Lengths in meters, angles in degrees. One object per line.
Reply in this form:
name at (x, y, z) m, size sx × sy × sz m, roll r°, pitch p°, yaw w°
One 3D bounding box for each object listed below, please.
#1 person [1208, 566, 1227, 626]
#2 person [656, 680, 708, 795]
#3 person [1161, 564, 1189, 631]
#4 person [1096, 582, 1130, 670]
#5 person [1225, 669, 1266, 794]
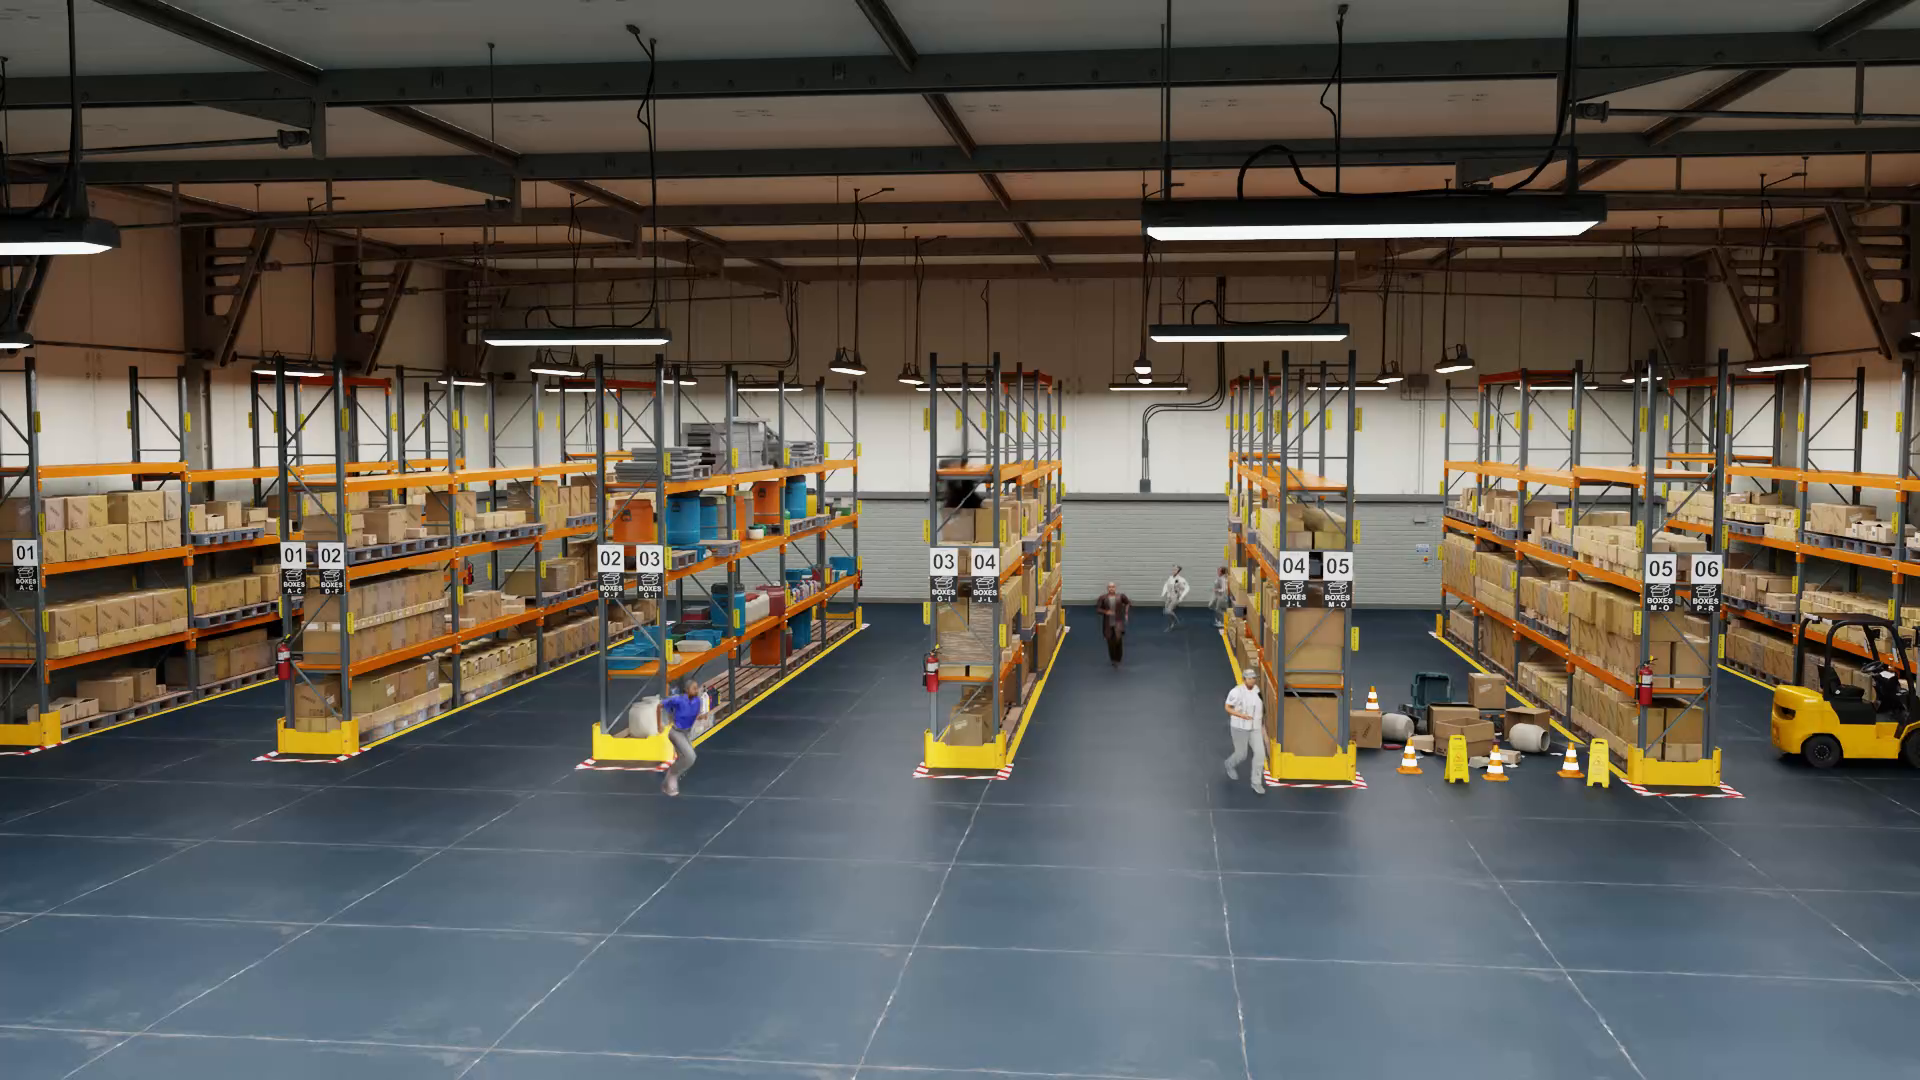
person at (6.340, 1.392, 40.593) m, size 0.525 × 1.479 × 0.661 m, roll -1°, pitch 4°, yaw -20°
person at (-3.694, 2.688, 22.192) m, size 0.788 × 1.476 × 0.562 m, roll 2°, pitch 5°, yaw 29°
person at (5.071, 1.392, 39.603) m, size 0.486 × 1.634 × 0.674 m, roll -3°, pitch 5°, yaw -40°
person at (3.113, 1.747, 33.845) m, size 0.661 × 1.816 × 0.746 m, roll 1°, pitch 4°, yaw 11°
person at (3.910, 2.583, 22.740) m, size 0.643 × 1.674 × 0.852 m, roll -1°, pitch 4°, yaw -20°
